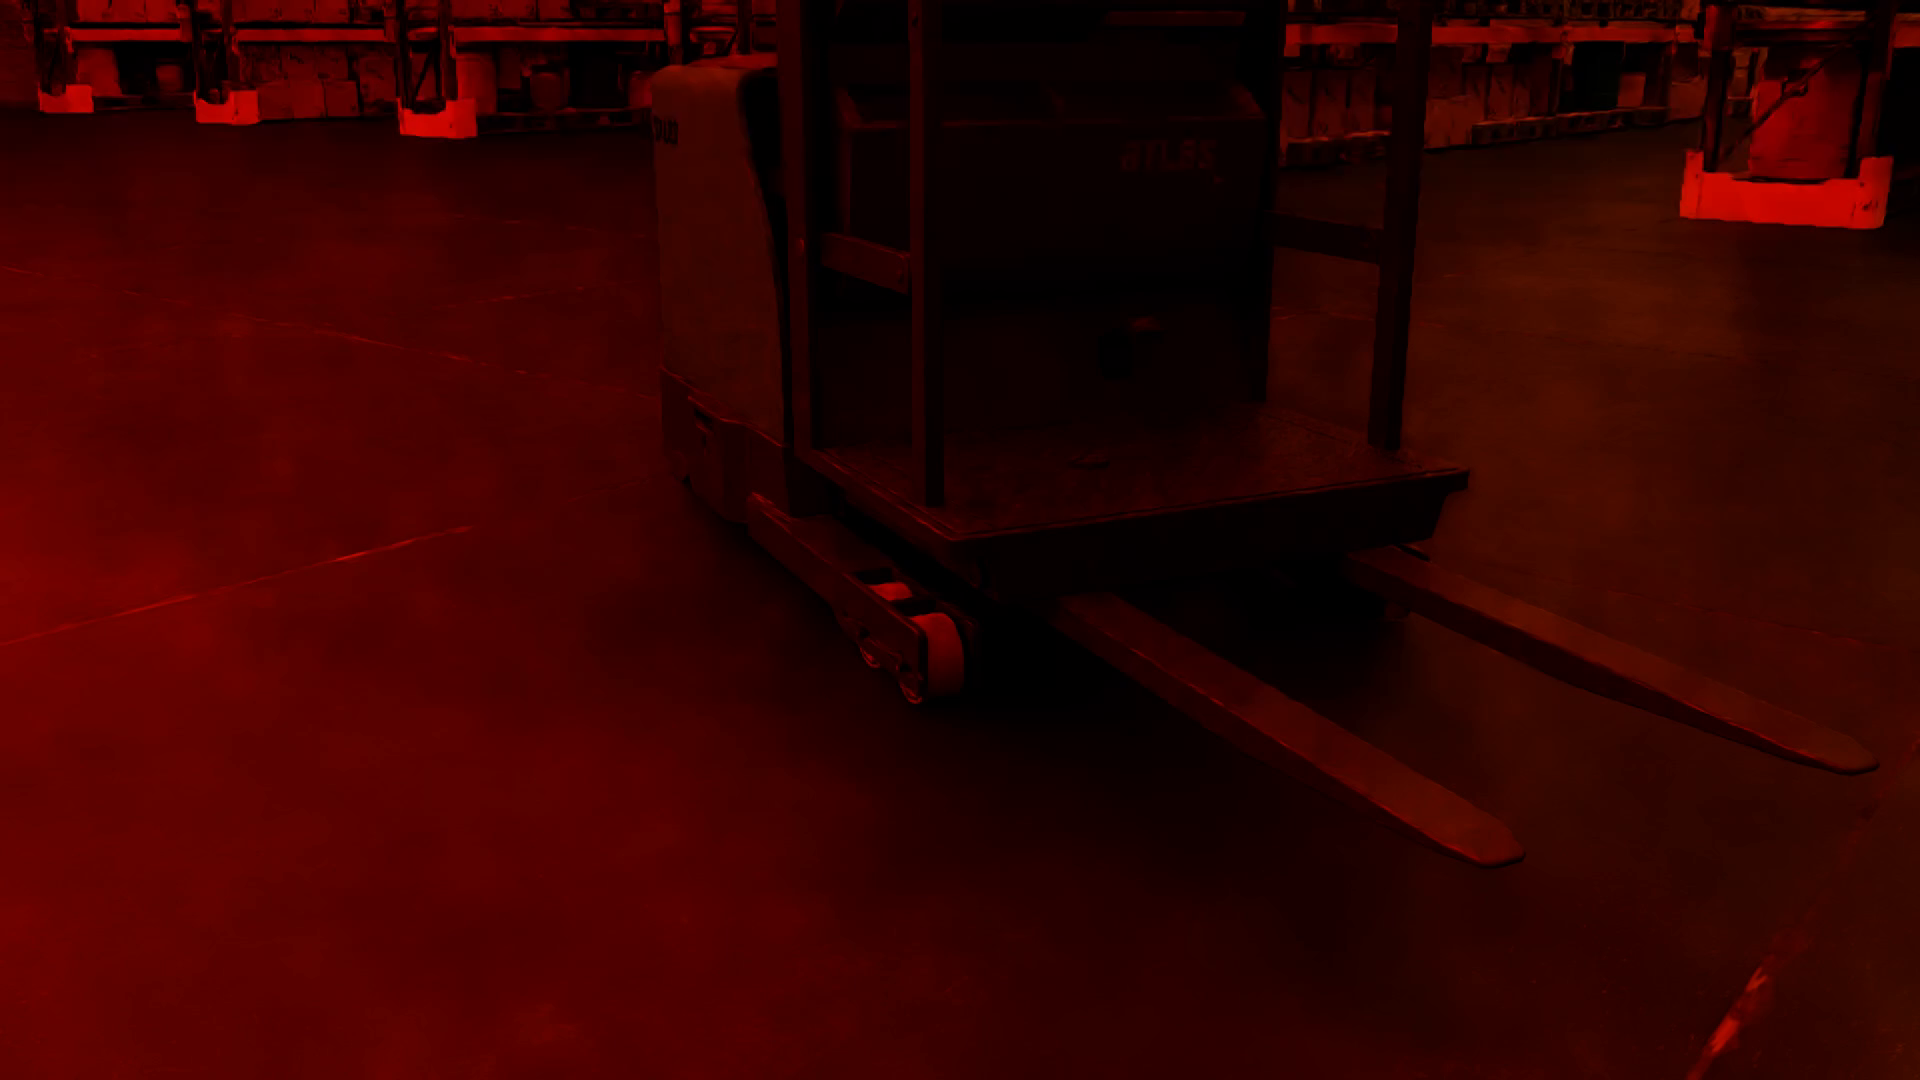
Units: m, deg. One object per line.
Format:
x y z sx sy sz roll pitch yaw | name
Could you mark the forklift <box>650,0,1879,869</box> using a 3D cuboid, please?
0.280 -1.251 3.017 1.130 2.935 3.031 -8 18 -24 | forklift
